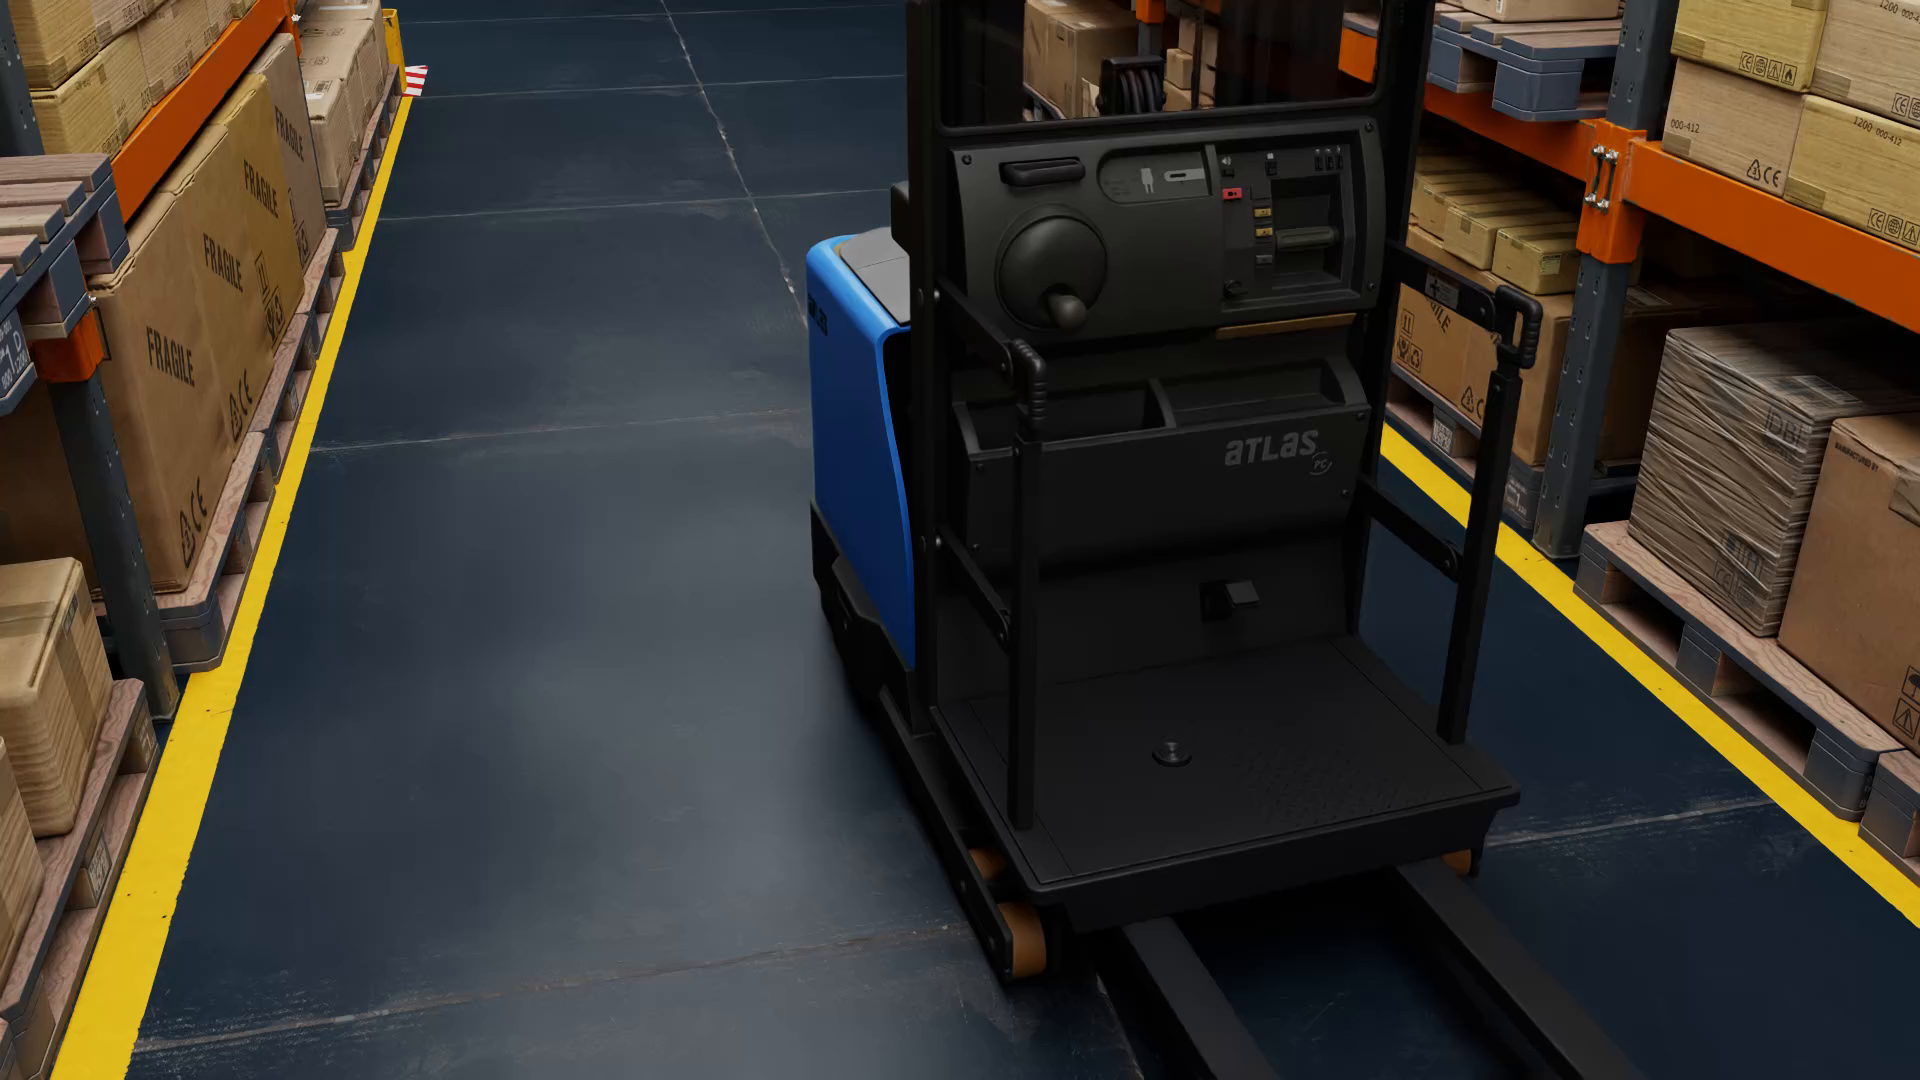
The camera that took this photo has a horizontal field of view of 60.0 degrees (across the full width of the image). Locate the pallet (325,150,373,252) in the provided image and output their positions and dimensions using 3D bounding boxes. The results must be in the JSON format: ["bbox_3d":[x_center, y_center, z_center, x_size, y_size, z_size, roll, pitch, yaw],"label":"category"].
[{"bbox_3d":[-3.540,-1.695,8.374,1.003,0.211,1.213,-6,27,-12],"label":"pallet"}]

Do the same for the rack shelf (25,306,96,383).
[{"bbox_3d":[-2.093,0.357,2.012,1.077,0.370,4.000,-6,27,-12],"label":"rack shelf"}]

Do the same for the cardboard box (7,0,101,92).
[{"bbox_3d":[-2.417,-1.246,4.001,0.500,0.250,0.500,-6,27,-12],"label":"cardboard box"}]

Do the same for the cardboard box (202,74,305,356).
[{"bbox_3d":[-3.016,-1.177,6.145,0.875,0.875,0.875,-5,27,-10],"label":"cardboard box"}]

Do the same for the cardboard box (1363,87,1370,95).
[{"bbox_3d":[1.975,-1.876,7.225,0.380,0.149,0.250,-5,27,-10],"label":"cardboard box"}]

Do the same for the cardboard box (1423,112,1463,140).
[{"bbox_3d":[2.115,-1.655,6.787,0.380,0.149,0.250,-7,28,-14],"label":"cardboard box"}]

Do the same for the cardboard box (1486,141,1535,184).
[{"bbox_3d":[2.233,-1.428,6.339,0.380,0.149,0.250,-7,28,-13],"label":"cardboard box"}]

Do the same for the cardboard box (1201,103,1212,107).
[{"bbox_3d":[1.410,-1.707,7.612,0.500,0.500,0.500,-6,27,-12],"label":"cardboard box"}]

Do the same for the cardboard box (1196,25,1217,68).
[{"bbox_3d":[1.317,-2.304,7.744,0.380,0.149,0.250,-7,28,-14],"label":"cardboard box"}]

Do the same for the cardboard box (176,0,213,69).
[{"bbox_3d":[-2.769,-1.686,5.428,0.500,0.250,0.500,-6,27,-12],"label":"cardboard box"}]

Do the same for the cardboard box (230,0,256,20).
[{"bbox_3d":[-2.985,-2.136,6.319,0.500,0.250,0.500,-6,27,-12],"label":"cardboard box"}]

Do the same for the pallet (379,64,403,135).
[{"bbox_3d":[-4.090,-2.766,10.496,1.003,0.211,1.213,-6,27,-12],"label":"pallet"}]

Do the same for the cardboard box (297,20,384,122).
[{"bbox_3d":[-3.886,-2.717,9.682,0.875,0.438,0.875,-5,27,-10],"label":"cardboard box"}]

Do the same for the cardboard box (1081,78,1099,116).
[{"bbox_3d":[0.898,-2.442,9.328,0.396,0.266,0.258,-5,27,-10],"label":"cardboard box"}]

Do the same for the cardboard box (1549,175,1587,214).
[{"bbox_3d":[2.310,-1.190,5.867,0.380,0.149,0.250,-6,27,-11],"label":"cardboard box"}]

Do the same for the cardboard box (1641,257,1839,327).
[{"bbox_3d":[2.470,-0.633,5.483,0.500,0.500,0.500,-5,27,-10],"label":"cardboard box"}]

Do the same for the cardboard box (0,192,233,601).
[{"bbox_3d":[-2.618,-0.393,4.591,0.875,0.875,0.875,-6,27,-12],"label":"cardboard box"}]

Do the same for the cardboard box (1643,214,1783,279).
[{"bbox_3d":[2.478,-0.969,5.430,0.380,0.149,0.250,-5,27,-9],"label":"cardboard box"}]

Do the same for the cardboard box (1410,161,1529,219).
[{"bbox_3d":[1.810,-1.257,6.000,0.380,0.149,0.250,-5,27,-10],"label":"cardboard box"}]

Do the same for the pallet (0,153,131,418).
[{"bbox_3d":[-2.279,-0.454,3.034,1.213,0.211,1.003,-6,27,-12],"label":"pallet"}]

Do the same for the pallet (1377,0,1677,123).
[{"bbox_3d":[2.070,-1.552,5.210,1.213,0.211,1.003,-6,27,-12],"label":"pallet"}]

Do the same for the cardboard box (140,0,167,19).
[{"bbox_3d":[-2.633,-1.693,4.886,0.500,0.250,0.500,-6,27,-12],"label":"cardboard box"}]

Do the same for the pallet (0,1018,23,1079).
[{"bbox_3d":[-2.097,1.281,2.479,1.003,0.211,1.213,-6,27,-12],"label":"pallet"}]

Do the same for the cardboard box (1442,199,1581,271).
[{"bbox_3d":[1.842,-1.017,5.523,0.380,0.149,0.250,-7,28,-14],"label":"cardboard box"}]

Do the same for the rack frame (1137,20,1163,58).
[{"bbox_3d":[1.390,-3.104,8.070,1.000,3.000,0.127,-6,27,-12],"label":"rack frame"}]

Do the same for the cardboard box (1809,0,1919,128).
[{"bbox_3d":[2.265,-1.064,3.641,0.500,0.250,0.500,-5,27,-10],"label":"cardboard box"}]

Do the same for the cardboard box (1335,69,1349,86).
[{"bbox_3d":[1.882,-2.112,7.693,0.380,0.149,0.250,-6,27,-11],"label":"cardboard box"}]

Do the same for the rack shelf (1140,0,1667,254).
[{"bbox_3d":[1.841,-1.905,6.493,1.077,0.370,4.000,-6,27,-12],"label":"rack shelf"}]

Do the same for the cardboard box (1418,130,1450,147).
[{"bbox_3d":[1.662,-1.485,6.451,0.380,0.149,0.250,-7,28,-14],"label":"cardboard box"}]

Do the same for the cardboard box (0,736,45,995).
[{"bbox_3d":[-2.252,0.716,2.953,0.950,0.372,0.625,-6,27,-13],"label":"cardboard box"}]

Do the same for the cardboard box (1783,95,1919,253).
[{"bbox_3d":[2.262,-0.840,3.751,0.500,0.250,0.500,-7,28,-13],"label":"cardboard box"}]

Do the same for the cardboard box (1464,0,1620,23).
[{"bbox_3d":[1.770,-1.672,5.047,0.380,0.149,0.250,-5,27,-11],"label":"cardboard box"}]

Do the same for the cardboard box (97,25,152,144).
[{"bbox_3d":[-2.542,-1.239,4.542,0.500,0.250,0.500,-7,28,-13],"label":"cardboard box"}]

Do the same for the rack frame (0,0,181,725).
[{"bbox_3d":[-2.544,-0.842,3.589,1.000,3.000,0.127,-6,27,-12],"label":"rack frame"}]

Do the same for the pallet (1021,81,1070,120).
[{"bbox_3d":[0.958,-2.697,10.359,1.003,0.211,1.213,-6,27,-12],"label":"pallet"}]

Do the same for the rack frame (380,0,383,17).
[{"bbox_3d":[-4.346,-4.354,10.547,1.000,3.000,0.127,-6,27,-12],"label":"rack frame"}]

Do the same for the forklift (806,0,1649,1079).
[{"bbox_3d":[0.507,-0.602,3.190,1.130,2.935,3.031,-8,28,-16],"label":"forklift"}]

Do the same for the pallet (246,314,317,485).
[{"bbox_3d":[-2.919,-0.485,5.977,1.003,0.211,1.213,-6,27,-12],"label":"pallet"}]

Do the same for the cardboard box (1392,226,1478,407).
[{"bbox_3d":[1.884,-0.804,5.822,0.500,0.500,0.500,-6,27,-12],"label":"cardboard box"}]

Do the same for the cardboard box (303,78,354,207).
[{"bbox_3d":[-3.482,-1.928,8.119,0.875,0.438,0.875,-6,27,-12],"label":"cardboard box"}]

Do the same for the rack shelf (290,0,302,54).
[{"bbox_3d":[-3.896,-3.155,8.970,1.077,0.370,4.000,-6,27,-12],"label":"rack shelf"}]

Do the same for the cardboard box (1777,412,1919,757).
[{"bbox_3d":[2.574,0.086,3.920,0.875,0.625,0.625,-5,27,-10],"label":"cardboard box"}]

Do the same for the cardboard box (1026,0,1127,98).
[{"bbox_3d":[0.711,-3.032,10.236,0.500,0.500,0.500,-5,27,-11],"label":"cardboard box"}]

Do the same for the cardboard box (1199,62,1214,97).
[{"bbox_3d":[1.350,-2.167,7.802,0.380,0.149,0.250,-7,28,-13],"label":"cardboard box"}]

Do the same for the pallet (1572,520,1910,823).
[{"bbox_3d":[2.439,0.263,4.496,1.003,0.211,1.213,-6,27,-12],"label":"pallet"}]

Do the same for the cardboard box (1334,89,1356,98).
[{"bbox_3d":[1.513,-1.823,7.120,0.380,0.149,0.250,-6,27,-12],"label":"cardboard box"}]
